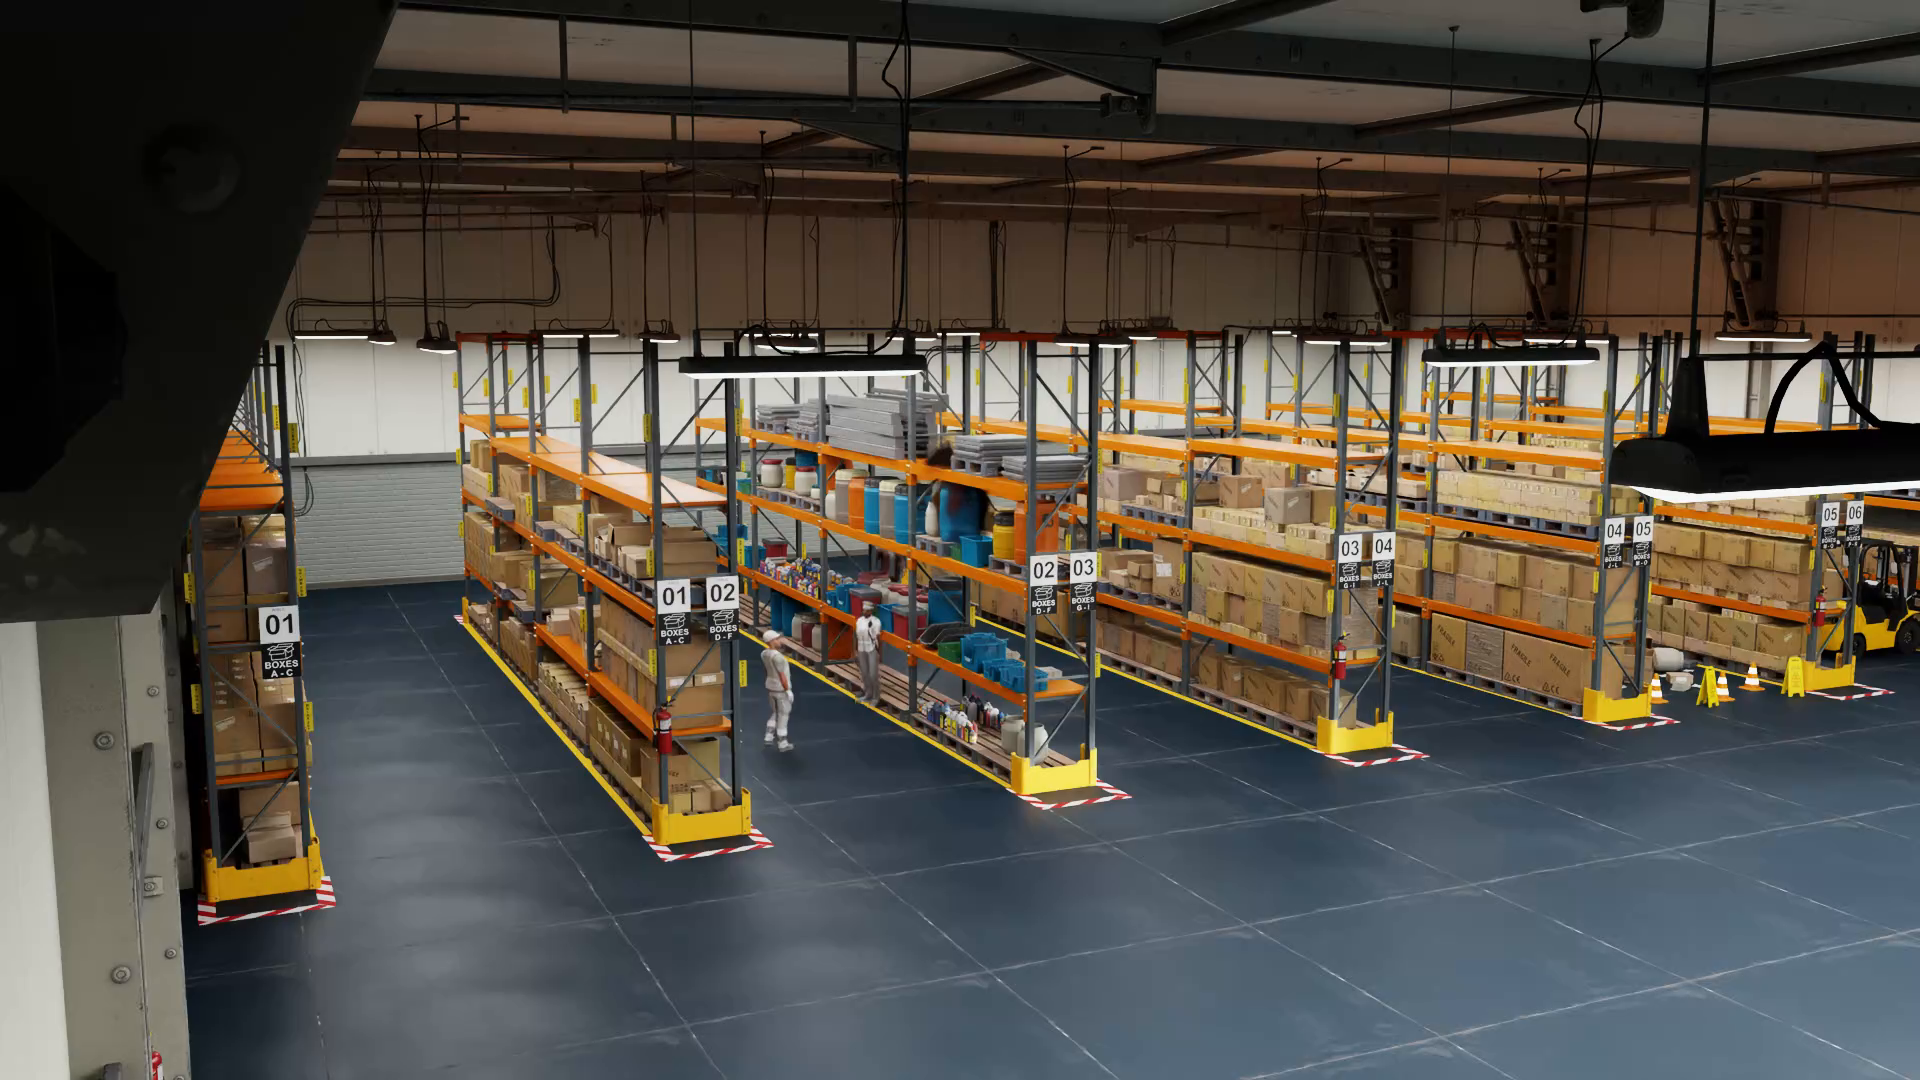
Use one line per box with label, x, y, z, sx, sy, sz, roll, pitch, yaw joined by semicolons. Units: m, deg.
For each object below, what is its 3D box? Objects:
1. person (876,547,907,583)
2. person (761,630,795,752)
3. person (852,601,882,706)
person;-1.472;0.785;35.096;0.656;1.814;0.913;-4;9;-25
person;-2.604;2.184;24.107;0.592;1.786;0.469;7;11;43
person;-1.476;1.800;26.741;0.541;1.688;0.385;5;9;31
